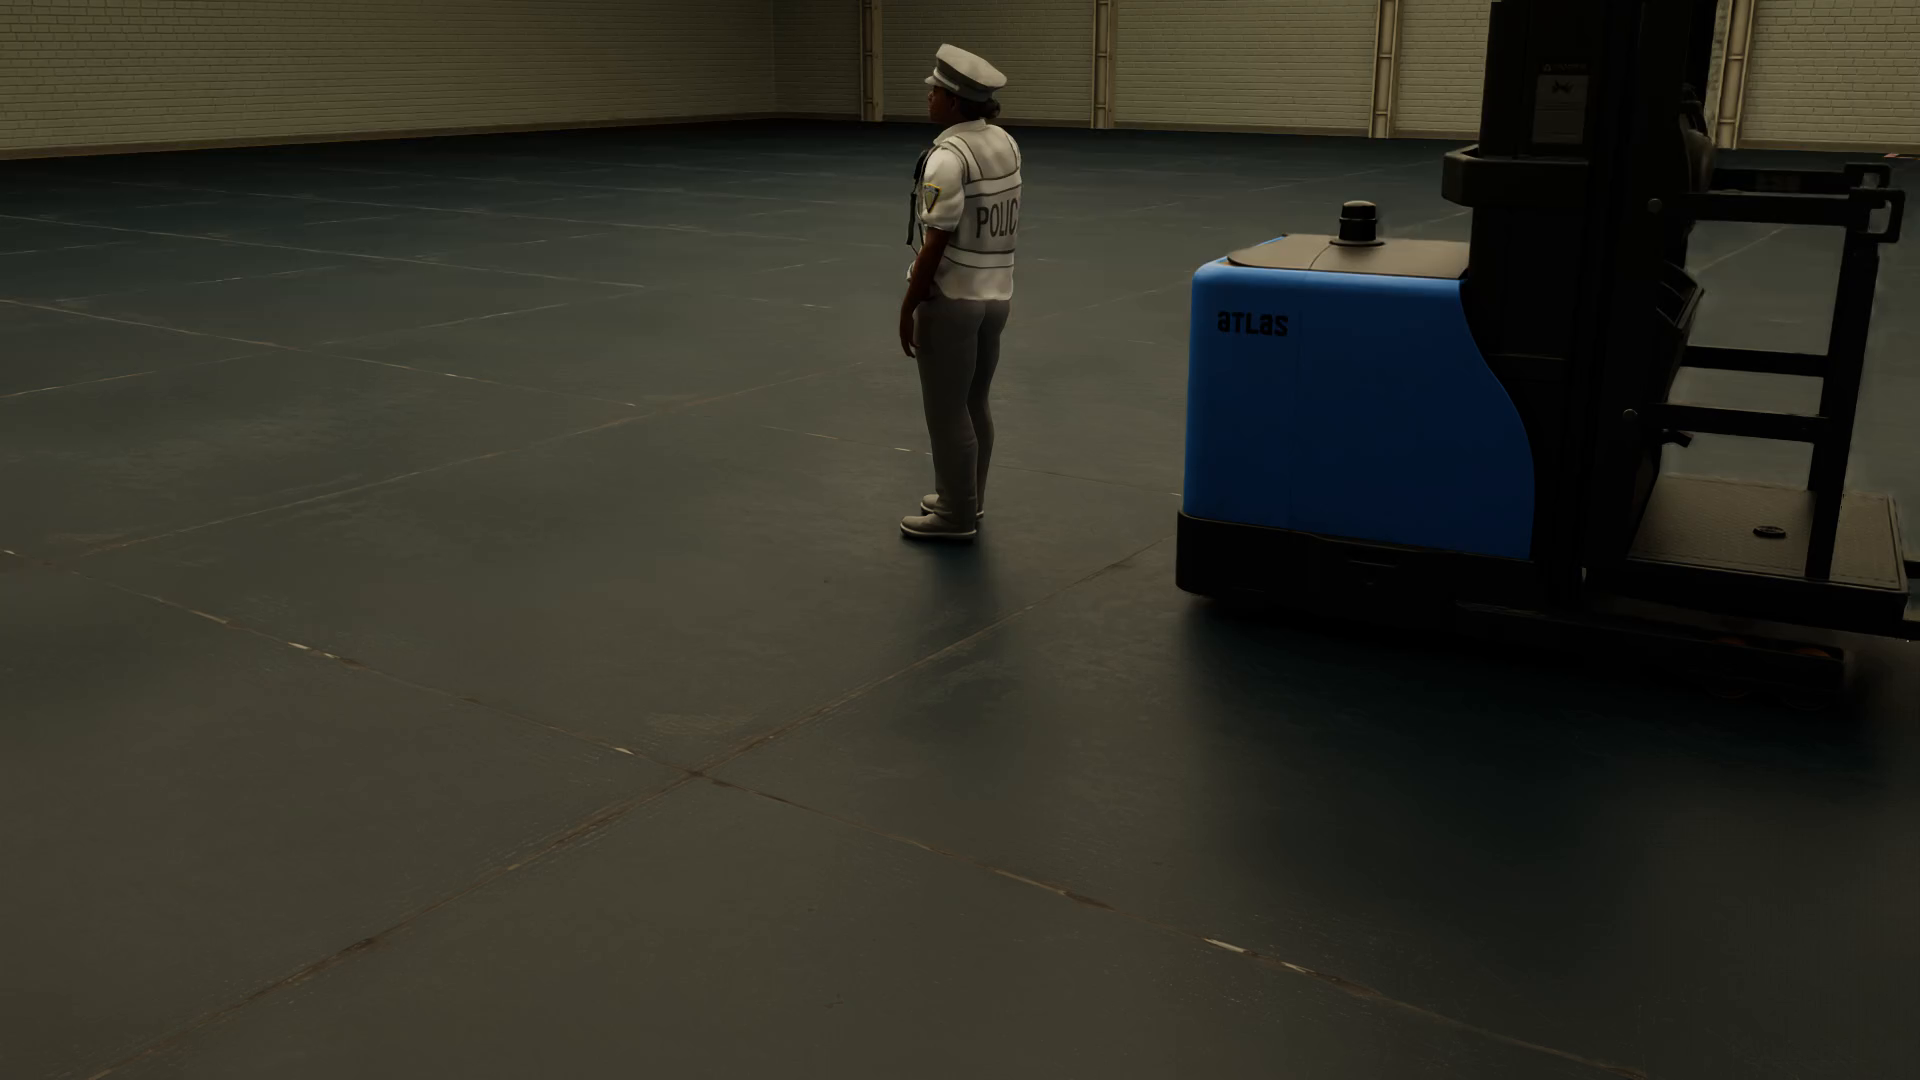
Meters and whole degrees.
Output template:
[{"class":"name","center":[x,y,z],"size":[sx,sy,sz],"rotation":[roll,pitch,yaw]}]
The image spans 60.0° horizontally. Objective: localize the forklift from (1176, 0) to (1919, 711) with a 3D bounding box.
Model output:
[{"class":"forklift","center":[2.232,-1.122,4.586],"size":[3.031,2.935,1.130],"rotation":[8,18,25]}]

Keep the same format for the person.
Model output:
[{"class":"person","center":[-0.050,-0.836,5.760],"size":[0.530,1.695,0.570],"rotation":[11,20,33]}]
